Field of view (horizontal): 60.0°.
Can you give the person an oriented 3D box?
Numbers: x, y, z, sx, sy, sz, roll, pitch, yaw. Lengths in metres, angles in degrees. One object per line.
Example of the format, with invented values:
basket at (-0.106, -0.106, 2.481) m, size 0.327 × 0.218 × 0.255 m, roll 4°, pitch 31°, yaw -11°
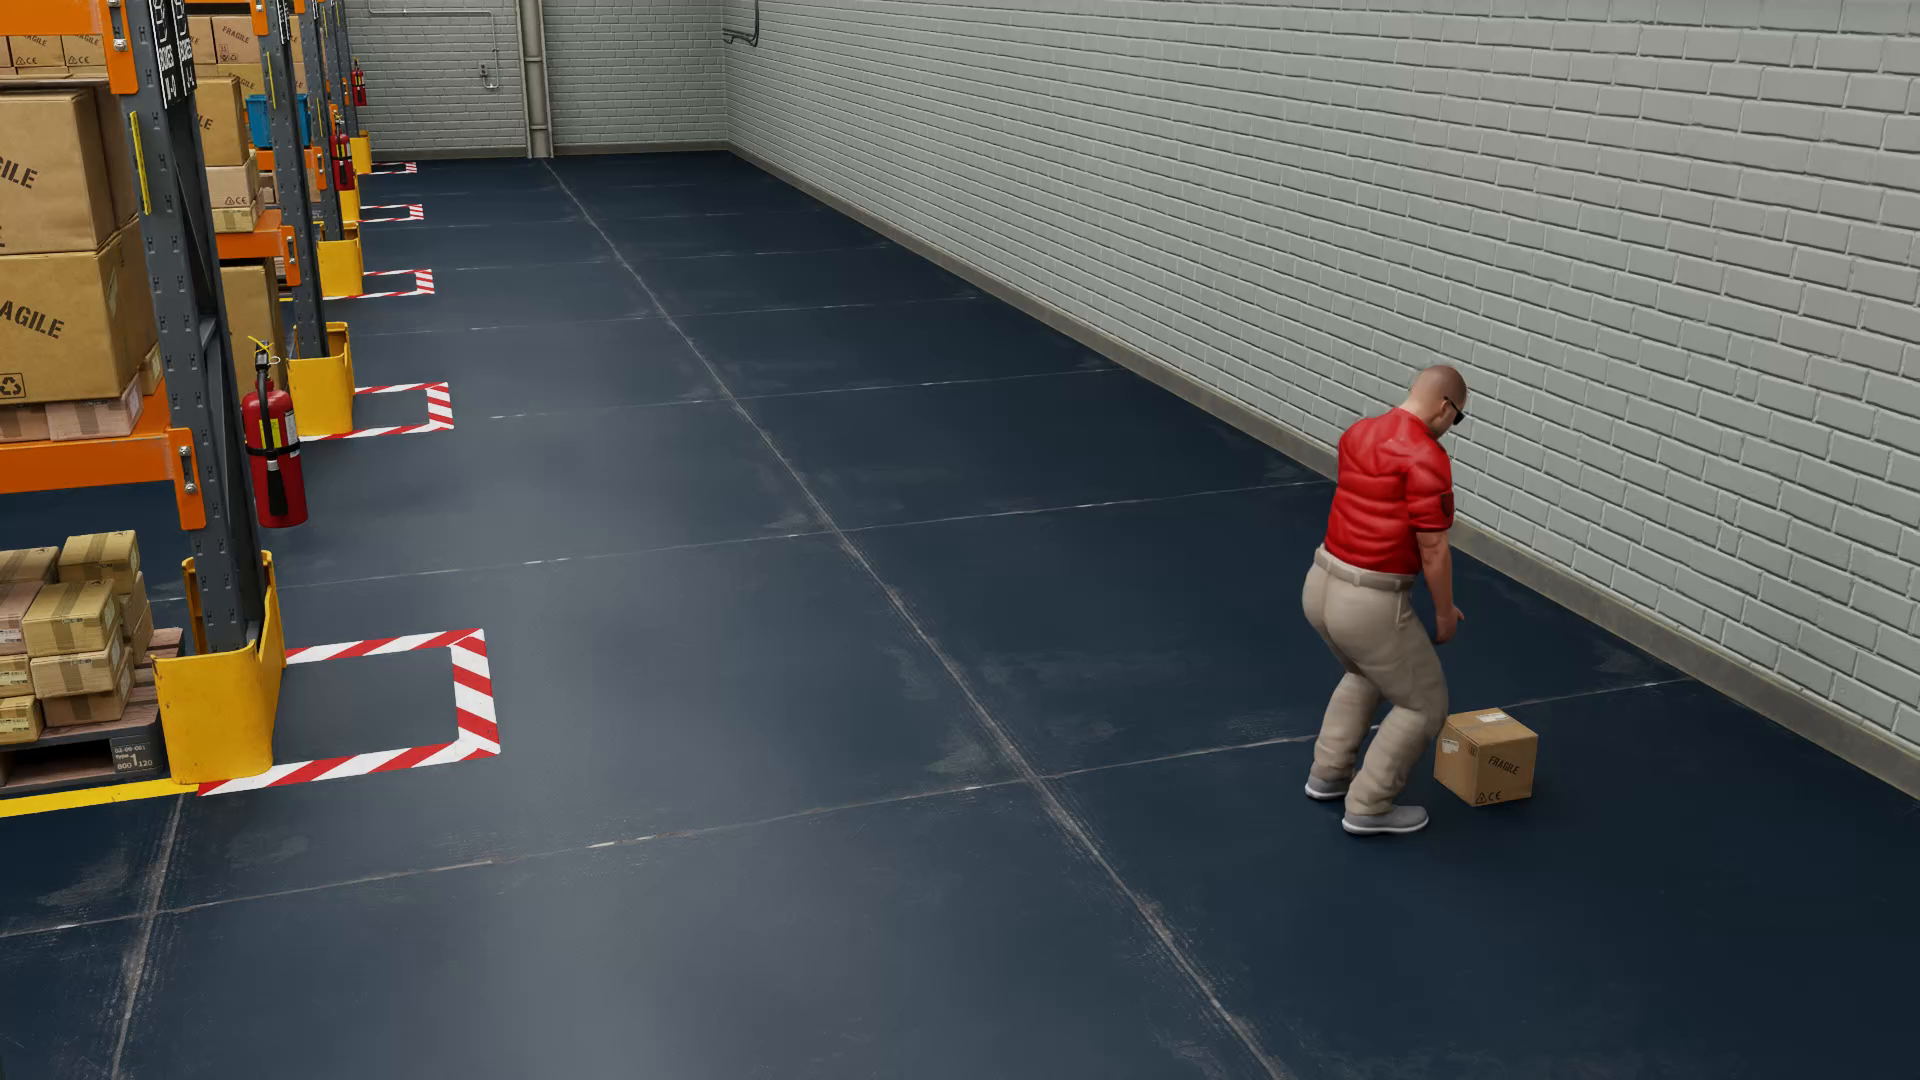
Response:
person at (1.444, 0.197, 5.729) m, size 0.527 × 1.607 × 0.575 m, roll -6°, pitch 20°, yaw -16°
